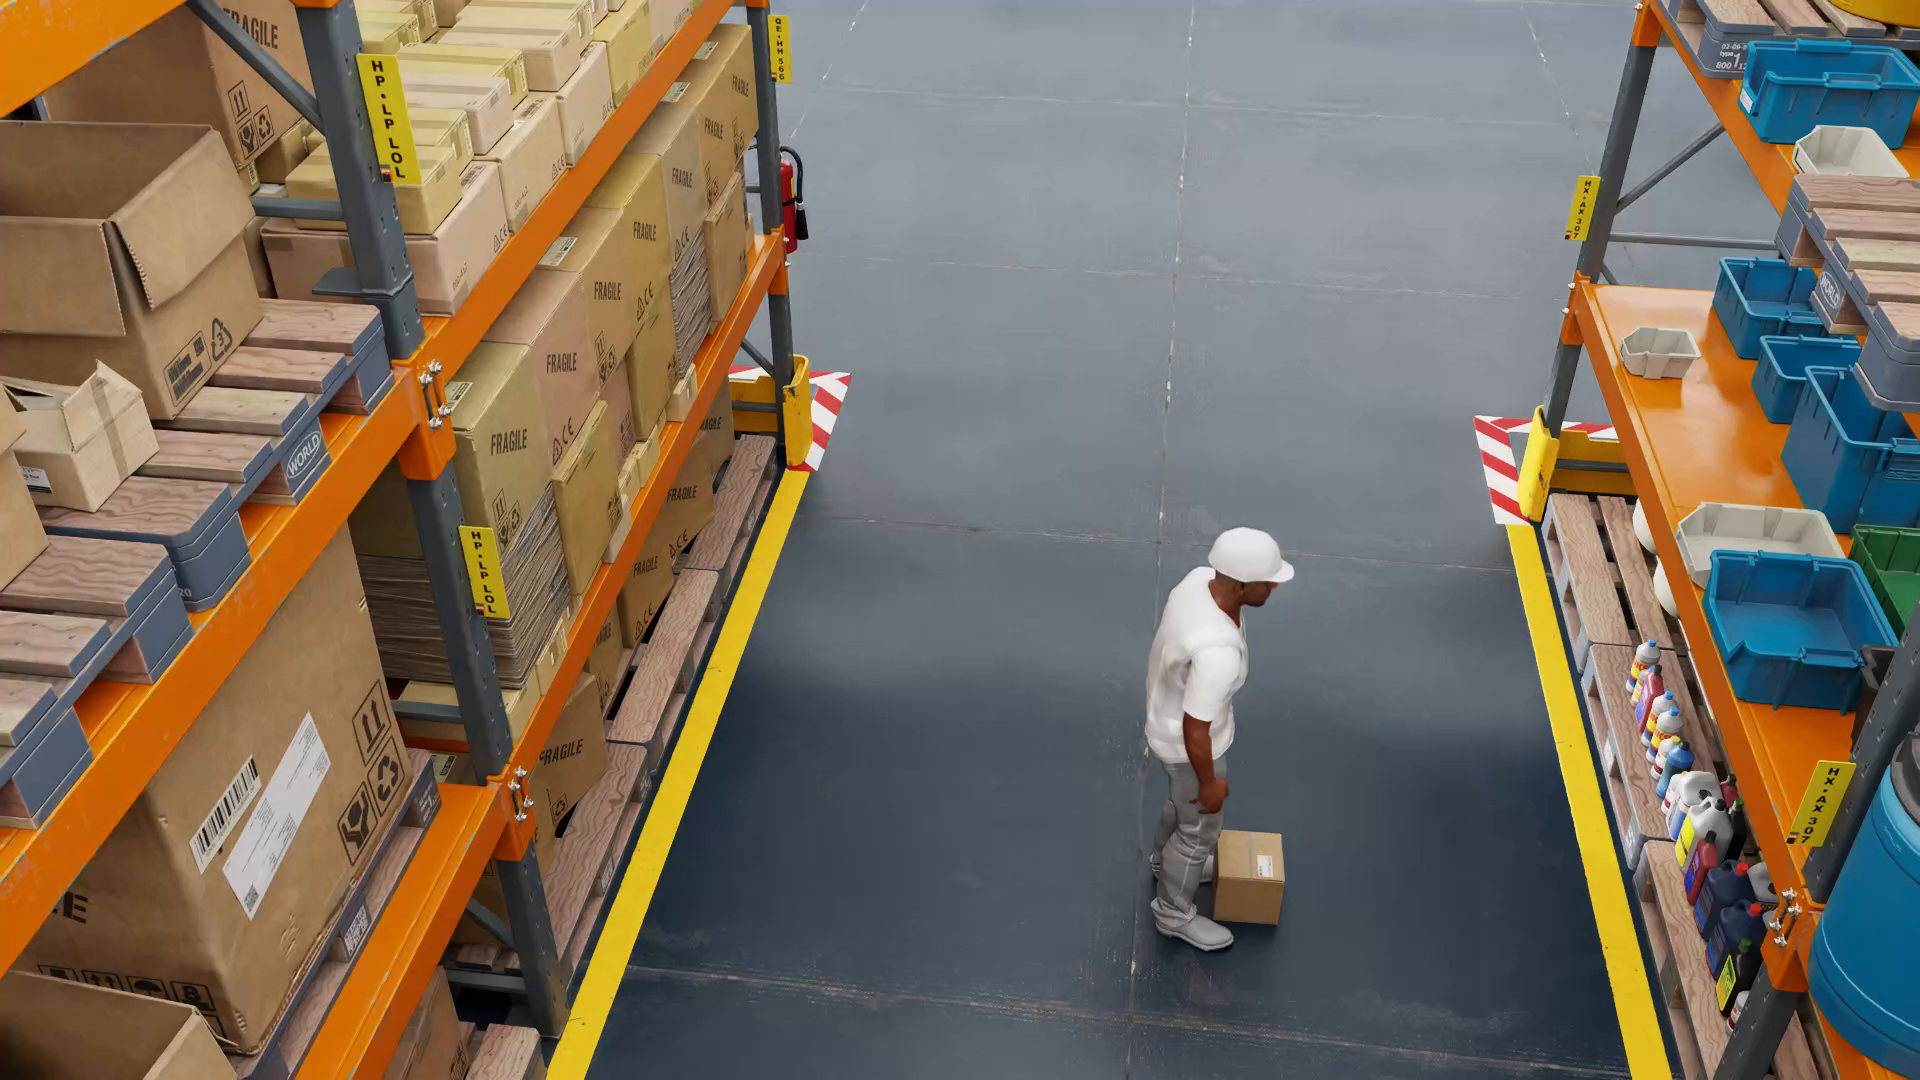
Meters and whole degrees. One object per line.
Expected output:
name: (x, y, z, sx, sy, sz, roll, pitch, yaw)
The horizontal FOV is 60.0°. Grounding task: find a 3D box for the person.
person: (0.900, 0.695, 6.065, 0.462, 1.761, 0.629, 4, 36, 6)
